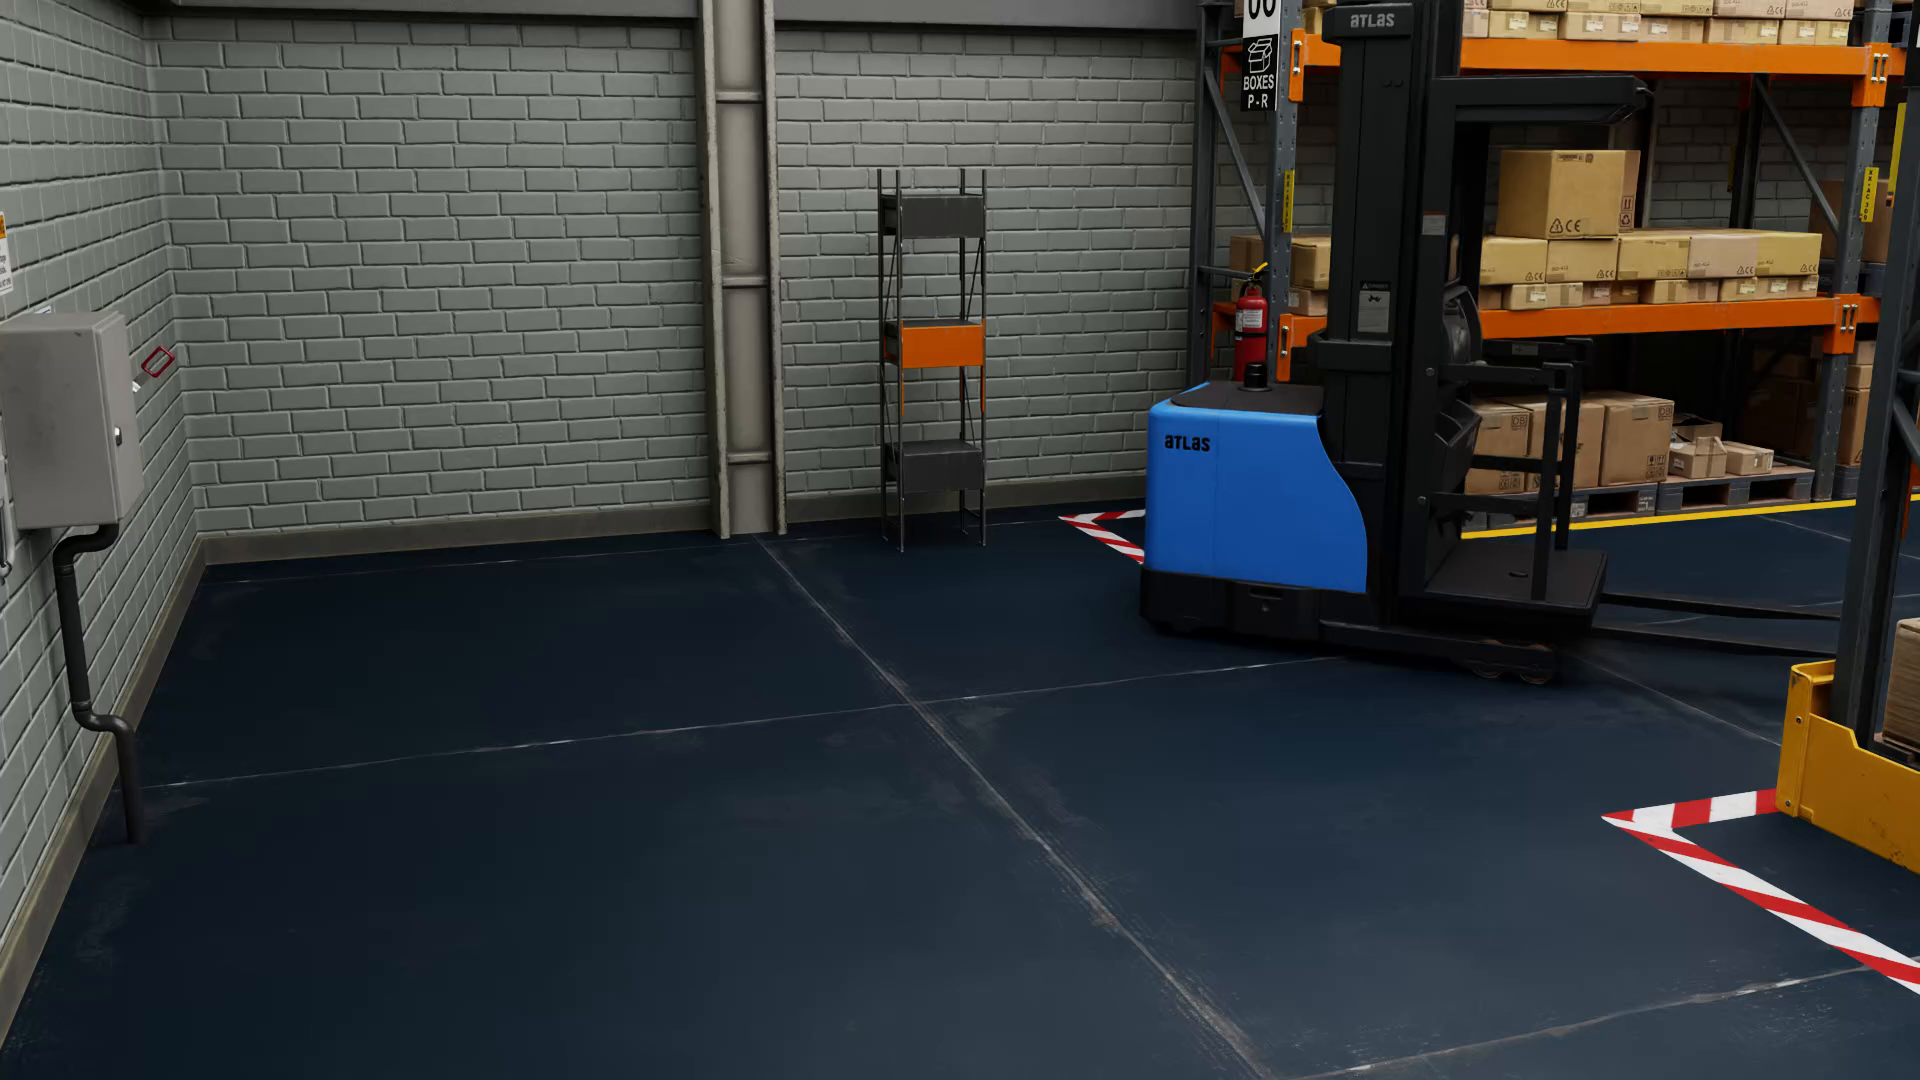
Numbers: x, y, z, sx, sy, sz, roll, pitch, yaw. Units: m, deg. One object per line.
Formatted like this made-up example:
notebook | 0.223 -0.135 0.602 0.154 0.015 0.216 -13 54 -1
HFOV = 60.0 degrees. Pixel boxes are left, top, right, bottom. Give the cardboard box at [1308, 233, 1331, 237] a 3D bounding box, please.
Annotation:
cardboard box | 2.429 -1.718 10.063 0.500 0.250 0.500 -4 14 -18

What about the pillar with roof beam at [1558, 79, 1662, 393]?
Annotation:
pillar with roof beam | 5.805 -3.932 6.726 0.400 9.000 9.100 -4 14 -18

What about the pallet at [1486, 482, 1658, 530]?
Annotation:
pallet | 3.570 -0.313 10.503 1.213 0.211 1.003 -4 14 -18

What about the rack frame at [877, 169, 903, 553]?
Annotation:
rack frame | -0.388 -0.991 9.273 0.015 2.100 0.400 -4 14 -18

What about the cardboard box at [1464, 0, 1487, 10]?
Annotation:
cardboard box | 2.571 -3.062 9.232 0.500 0.250 0.500 -4 14 -17

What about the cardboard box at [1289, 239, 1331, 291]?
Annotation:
cardboard box | 2.104 -1.562 9.409 0.500 0.250 0.500 -4 14 -18

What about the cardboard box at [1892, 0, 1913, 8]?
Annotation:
cardboard box | 5.789 -3.336 10.122 0.250 0.149 0.380 -4 14 -17

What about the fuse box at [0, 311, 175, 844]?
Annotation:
fuse box | -2.694 0.149 5.318 0.414 1.711 0.539 -4 14 -18

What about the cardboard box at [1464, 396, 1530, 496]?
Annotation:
cardboard box | 3.021 -0.583 10.106 0.500 0.500 0.700 -4 14 -16

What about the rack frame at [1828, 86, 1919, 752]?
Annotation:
rack frame | 3.175 -0.427 4.958 0.127 3.000 1.000 -4 14 -18

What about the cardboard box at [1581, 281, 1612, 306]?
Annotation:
cardboard box | 3.689 -1.500 10.010 0.250 0.149 0.380 -4 14 -18

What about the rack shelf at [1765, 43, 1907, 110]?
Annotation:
rack shelf | 7.275 -3.068 11.131 4.000 0.370 1.077 -4 14 -18

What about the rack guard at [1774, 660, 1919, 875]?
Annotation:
rack guard | 3.152 0.790 5.240 0.348 0.500 1.175 -4 14 -18

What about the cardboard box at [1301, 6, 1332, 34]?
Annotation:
cardboard box | 1.964 -2.825 9.100 0.250 0.149 0.380 -4 14 -17

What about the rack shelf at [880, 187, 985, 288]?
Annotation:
rack shelf | -0.157 -1.677 9.190 0.480 0.518 0.431 -4 14 -18

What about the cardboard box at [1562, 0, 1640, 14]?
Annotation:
cardboard box | 3.543 -3.140 9.561 0.500 0.250 0.500 -5 14 -19

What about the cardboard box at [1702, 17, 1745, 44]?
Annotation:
cardboard box | 4.408 -3.004 9.852 0.250 0.149 0.380 -5 14 -18

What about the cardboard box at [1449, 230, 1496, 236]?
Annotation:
cardboard box | 3.395 -1.792 10.374 0.500 0.250 0.500 -4 14 -18

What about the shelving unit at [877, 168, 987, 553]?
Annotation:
shelving unit | -0.157 -1.009 9.348 0.503 2.100 0.431 -4 14 -18

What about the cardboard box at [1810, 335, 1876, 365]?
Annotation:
cardboard box | 5.785 -1.241 10.828 0.250 0.149 0.380 -5 14 -19

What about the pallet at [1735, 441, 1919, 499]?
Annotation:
pallet | 6.138 -0.523 11.385 1.213 0.211 1.003 -4 14 -18

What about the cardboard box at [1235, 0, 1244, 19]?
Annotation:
cardboard box | 1.923 -3.139 9.558 0.500 0.250 0.500 -5 14 -19

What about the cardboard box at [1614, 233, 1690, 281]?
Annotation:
cardboard box | 4.027 -1.718 10.063 0.500 0.250 0.500 -5 14 -18

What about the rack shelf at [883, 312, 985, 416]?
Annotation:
rack shelf | -0.157 -0.996 9.352 0.480 0.518 0.431 -4 14 -18

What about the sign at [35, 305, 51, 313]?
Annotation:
sign | -3.047 -0.525 5.571 0.001 0.494 0.329 -4 14 -18

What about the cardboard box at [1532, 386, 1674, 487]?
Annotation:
cardboard box | 4.005 -0.660 10.428 0.500 0.500 0.700 -5 14 -20

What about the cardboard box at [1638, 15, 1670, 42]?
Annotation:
cardboard box | 3.909 -2.971 9.712 0.250 0.149 0.380 -4 14 -17

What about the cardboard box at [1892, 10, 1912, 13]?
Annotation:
cardboard box | 6.119 -3.484 10.745 0.250 0.149 0.380 -5 14 -20

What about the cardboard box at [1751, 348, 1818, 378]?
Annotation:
cardboard box | 5.636 -1.205 11.320 0.250 0.149 0.380 -5 14 -20

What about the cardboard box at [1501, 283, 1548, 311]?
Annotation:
cardboard box | 3.224 -1.442 9.765 0.250 0.149 0.380 -5 14 -20

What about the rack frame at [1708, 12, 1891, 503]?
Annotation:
rack frame | 5.379 -1.811 10.775 0.127 3.000 1.000 -4 14 -18

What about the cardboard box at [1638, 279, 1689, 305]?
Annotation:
cardboard box | 4.189 -1.523 10.107 0.250 0.149 0.380 -5 14 -19

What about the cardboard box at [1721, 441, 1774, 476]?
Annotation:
cardboard box | 4.945 -0.523 10.612 0.250 0.149 0.380 -5 14 -20

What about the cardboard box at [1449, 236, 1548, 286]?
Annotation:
cardboard box | 3.061 -1.637 9.726 0.500 0.250 0.500 -5 14 -19

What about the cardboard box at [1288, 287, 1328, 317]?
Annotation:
cardboard box | 1.987 -1.358 9.412 0.250 0.149 0.380 -5 14 -18

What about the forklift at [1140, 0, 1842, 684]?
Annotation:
forklift | 2.408 -0.953 7.317 3.031 2.935 1.130 6 15 24

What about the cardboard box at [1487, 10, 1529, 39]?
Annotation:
cardboard box | 2.968 -2.882 9.340 0.250 0.149 0.380 -4 14 -18

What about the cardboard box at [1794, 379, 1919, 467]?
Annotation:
cardboard box | 5.909 -0.786 10.958 0.500 0.500 0.500 -4 14 -16

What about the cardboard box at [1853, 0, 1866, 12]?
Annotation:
cardboard box | 5.644 -3.439 10.554 0.250 0.149 0.380 -4 14 -18

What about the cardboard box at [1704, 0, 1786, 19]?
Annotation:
cardboard box | 4.513 -3.211 9.859 0.500 0.250 0.500 -5 14 -20

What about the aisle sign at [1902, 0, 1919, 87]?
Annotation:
aisle sign | 3.008 -1.755 4.921 0.004 0.787 0.394 -4 14 -18

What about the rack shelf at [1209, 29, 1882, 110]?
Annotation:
rack shelf | 3.484 -2.773 9.890 4.000 0.370 1.077 -4 14 -18

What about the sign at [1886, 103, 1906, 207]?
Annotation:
sign | 3.015 -1.226 5.301 0.005 0.325 0.100 -4 14 -18

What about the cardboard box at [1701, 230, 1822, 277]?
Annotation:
cardboard box | 4.974 -1.792 10.375 0.500 0.250 0.500 -4 14 -17

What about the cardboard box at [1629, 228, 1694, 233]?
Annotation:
cardboard box | 4.351 -1.867 10.691 0.500 0.250 0.500 -5 14 -19

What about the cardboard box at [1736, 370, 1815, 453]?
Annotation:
cardboard box | 5.750 -0.900 11.440 0.500 0.500 0.500 -5 14 -18

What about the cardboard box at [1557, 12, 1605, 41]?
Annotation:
cardboard box | 3.448 -2.917 9.486 0.250 0.149 0.380 -4 14 -18

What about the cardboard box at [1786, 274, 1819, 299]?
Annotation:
cardboard box | 5.158 -1.610 10.472 0.250 0.149 0.380 -4 14 -17

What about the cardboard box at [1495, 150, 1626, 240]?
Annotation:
cardboard box | 3.526 -2.038 9.788 0.500 0.500 0.500 -4 14 -17

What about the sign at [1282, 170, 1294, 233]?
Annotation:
sign | 1.761 -1.818 8.933 0.005 0.325 0.100 -4 14 -18

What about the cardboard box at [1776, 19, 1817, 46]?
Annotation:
cardboard box | 4.900 -3.039 10.000 0.250 0.149 0.380 -4 14 -18

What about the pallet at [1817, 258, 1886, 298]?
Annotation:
pallet | 6.171 -1.753 10.944 1.213 0.211 1.003 -4 14 -18

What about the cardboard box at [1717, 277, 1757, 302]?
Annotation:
cardboard box | 4.679 -1.561 10.268 0.250 0.149 0.380 -4 14 -17

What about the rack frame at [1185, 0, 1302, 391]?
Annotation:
rack frame | 1.588 -1.516 9.533 0.127 3.000 1.000 -4 14 -18
